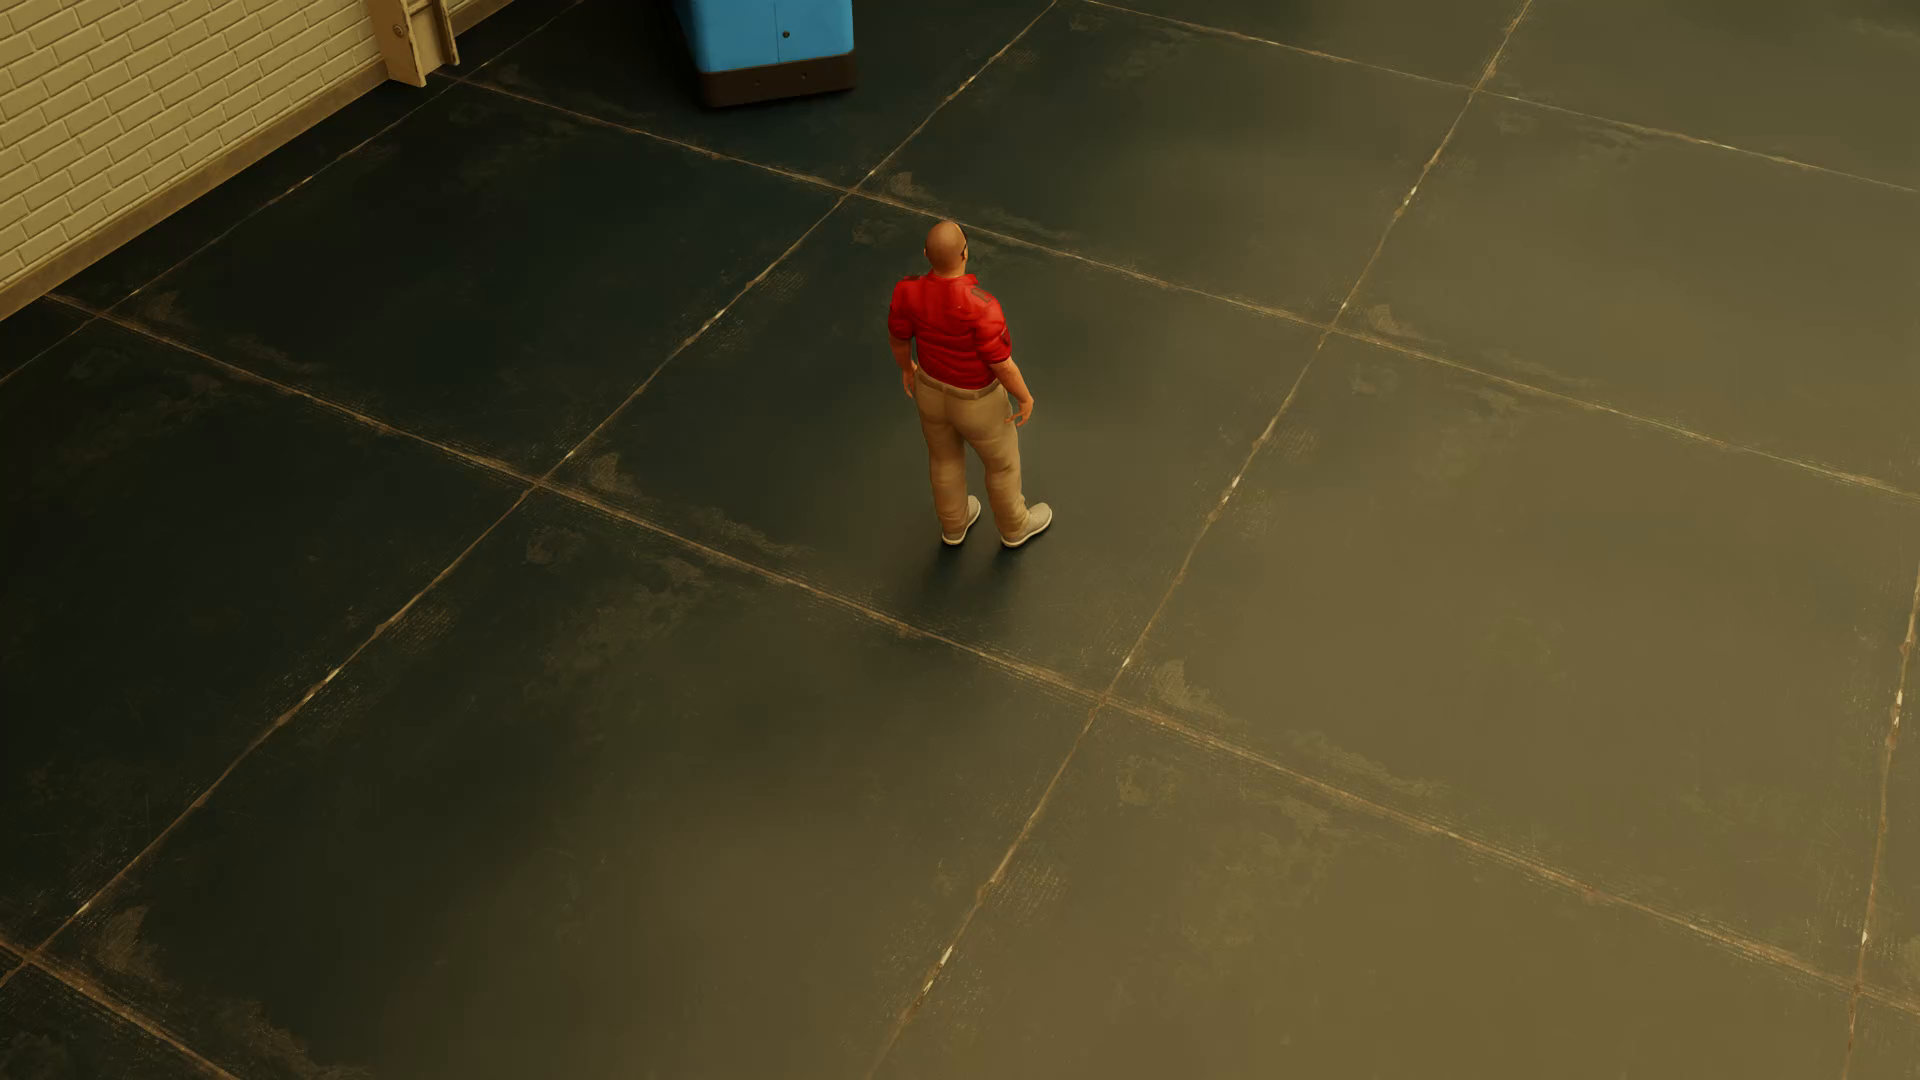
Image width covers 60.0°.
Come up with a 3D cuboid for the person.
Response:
[{"bbox_3d":[0.052,-0.686,7.247,0.642,1.728,0.550,20,47,20],"label":"person"}]

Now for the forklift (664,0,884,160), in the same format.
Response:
[{"bbox_3d":[-1.386,-4.411,10.335,1.130,2.935,3.031,-12,45,-12],"label":"forklift"}]
